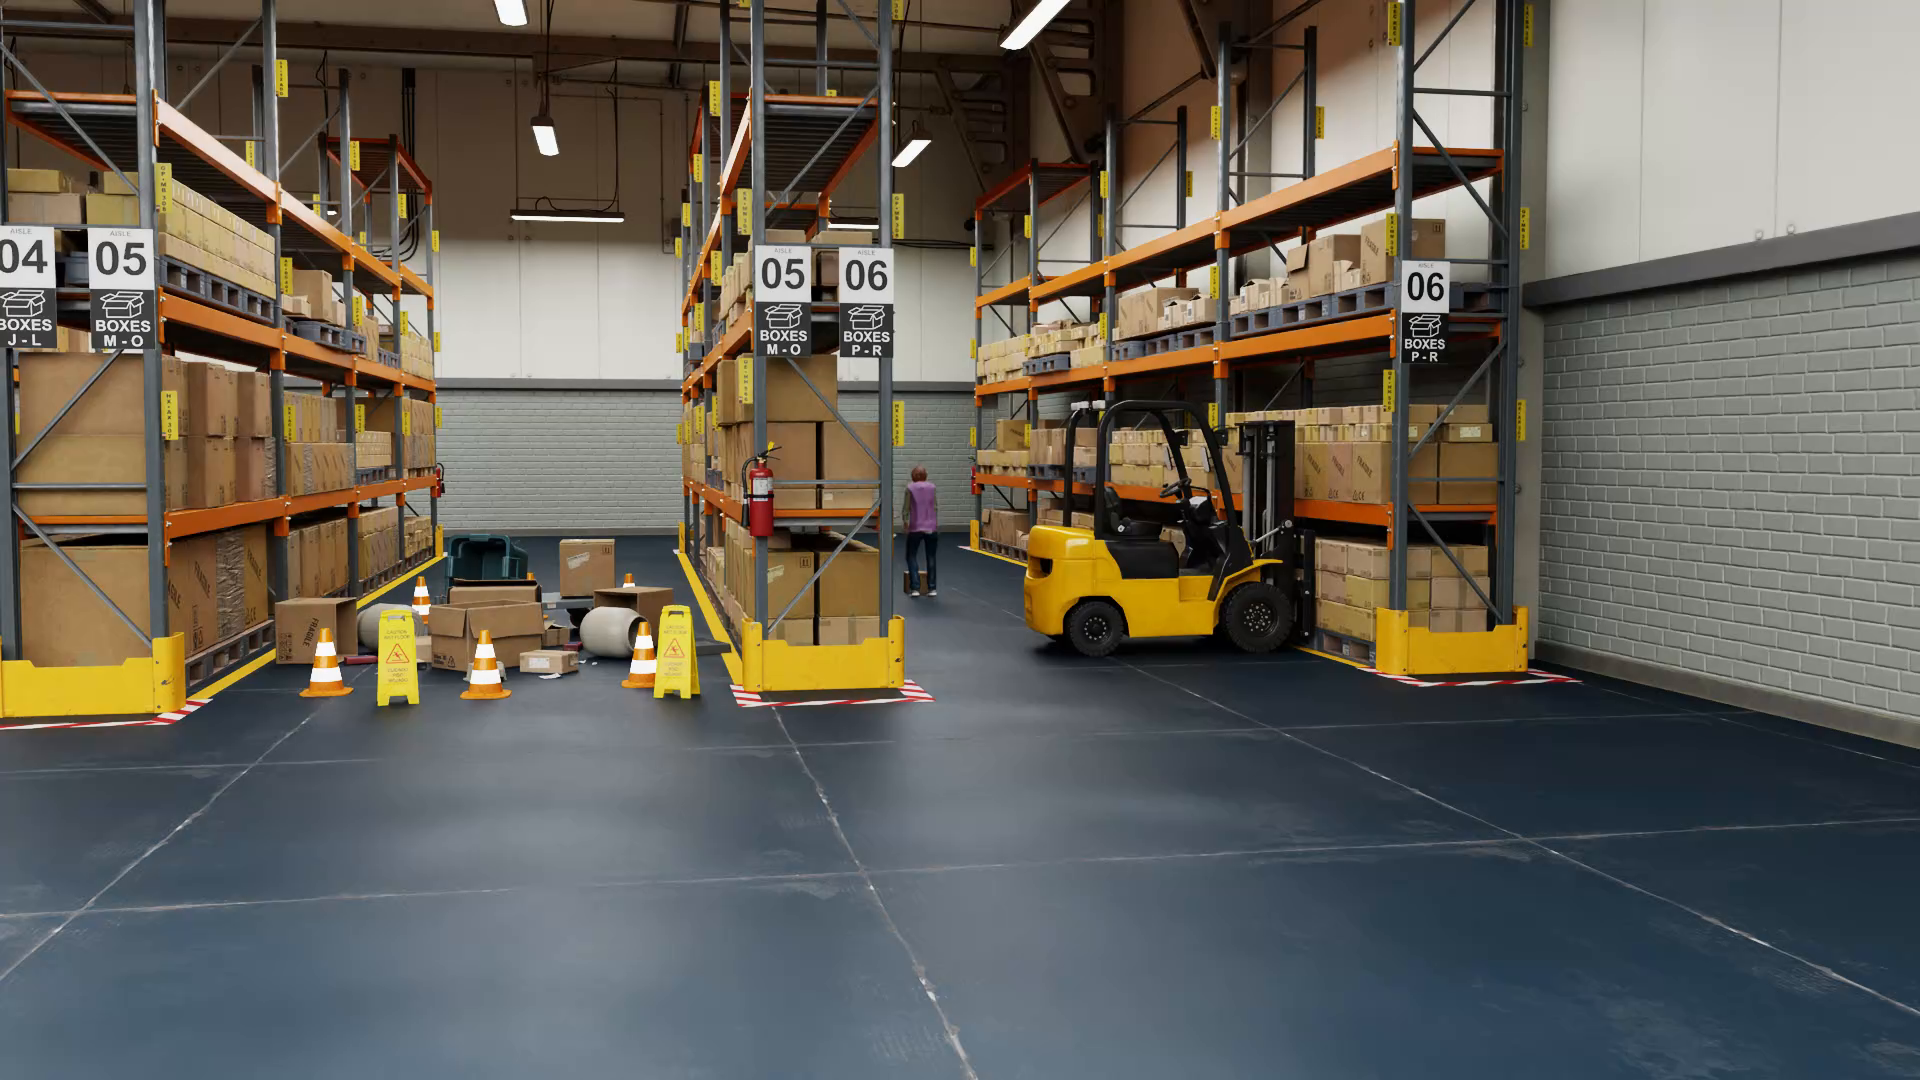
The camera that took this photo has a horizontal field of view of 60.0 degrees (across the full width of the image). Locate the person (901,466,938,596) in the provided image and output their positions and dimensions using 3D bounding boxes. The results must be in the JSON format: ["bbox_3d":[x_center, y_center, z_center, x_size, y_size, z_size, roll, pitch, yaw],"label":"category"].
[{"bbox_3d":[-0.472,-0.090,19.622,0.433,1.523,0.417,-1,3,-10],"label":"person"}]
